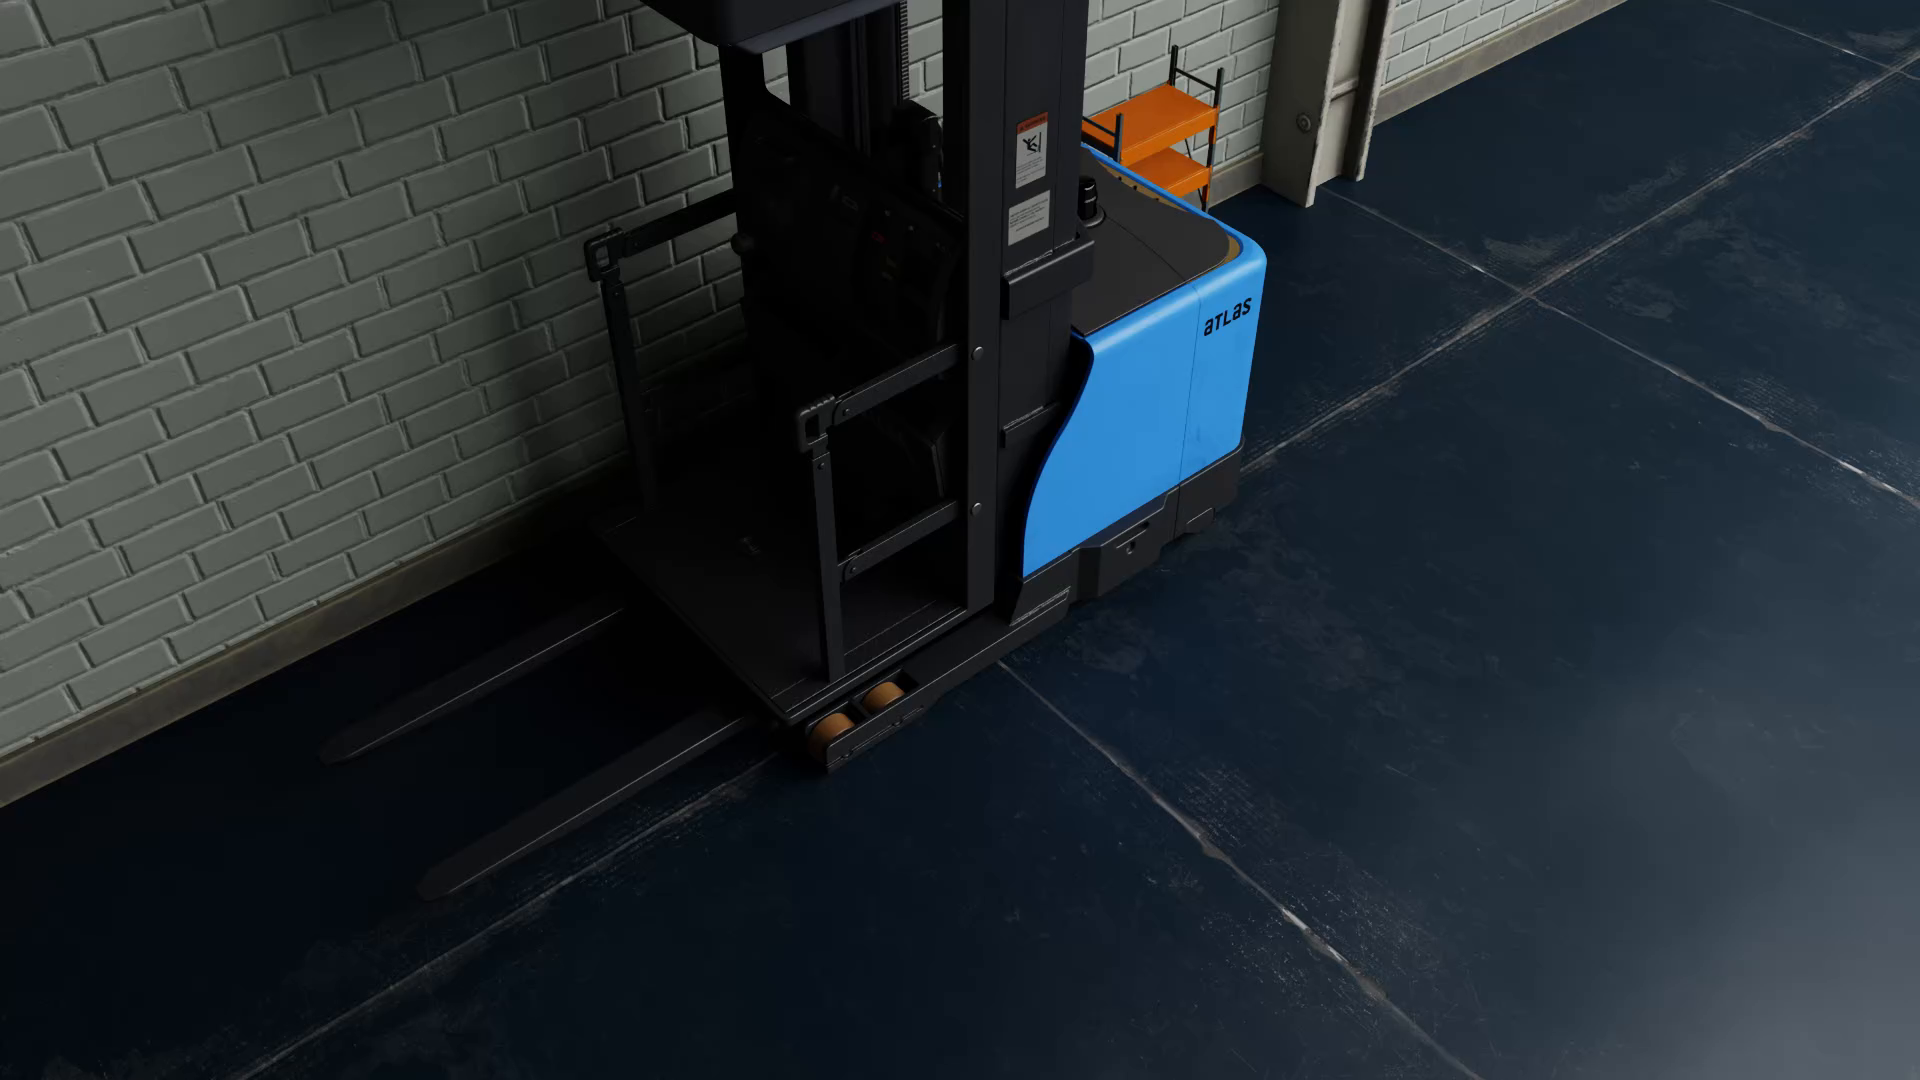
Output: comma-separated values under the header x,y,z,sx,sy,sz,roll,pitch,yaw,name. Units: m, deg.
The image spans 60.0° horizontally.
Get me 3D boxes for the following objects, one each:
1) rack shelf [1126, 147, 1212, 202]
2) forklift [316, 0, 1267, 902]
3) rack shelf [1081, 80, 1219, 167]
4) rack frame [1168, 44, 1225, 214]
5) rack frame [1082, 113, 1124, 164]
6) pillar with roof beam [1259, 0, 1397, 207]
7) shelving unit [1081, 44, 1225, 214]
x,y,z,sx,sy,sz,roll,pitch,yaw,name
0.643,-1.248,5.974,0.480,0.148,0.258,-30,51,-28,rack shelf
-0.481,-0.790,4.450,3.031,2.935,1.130,-30,51,-28,forklift
0.643,-1.421,5.812,0.480,0.148,0.258,-30,51,-28,rack shelf
0.828,-1.243,6.197,0.015,1.200,0.240,-30,51,-28,rack frame
0.458,-1.026,5.966,0.015,1.200,0.240,-30,51,-28,rack frame
4.332,-2.646,1.994,0.400,9.000,9.100,-30,51,-28,pillar with roof beam
0.643,-1.134,6.081,0.503,1.200,0.258,-30,51,-28,shelving unit
